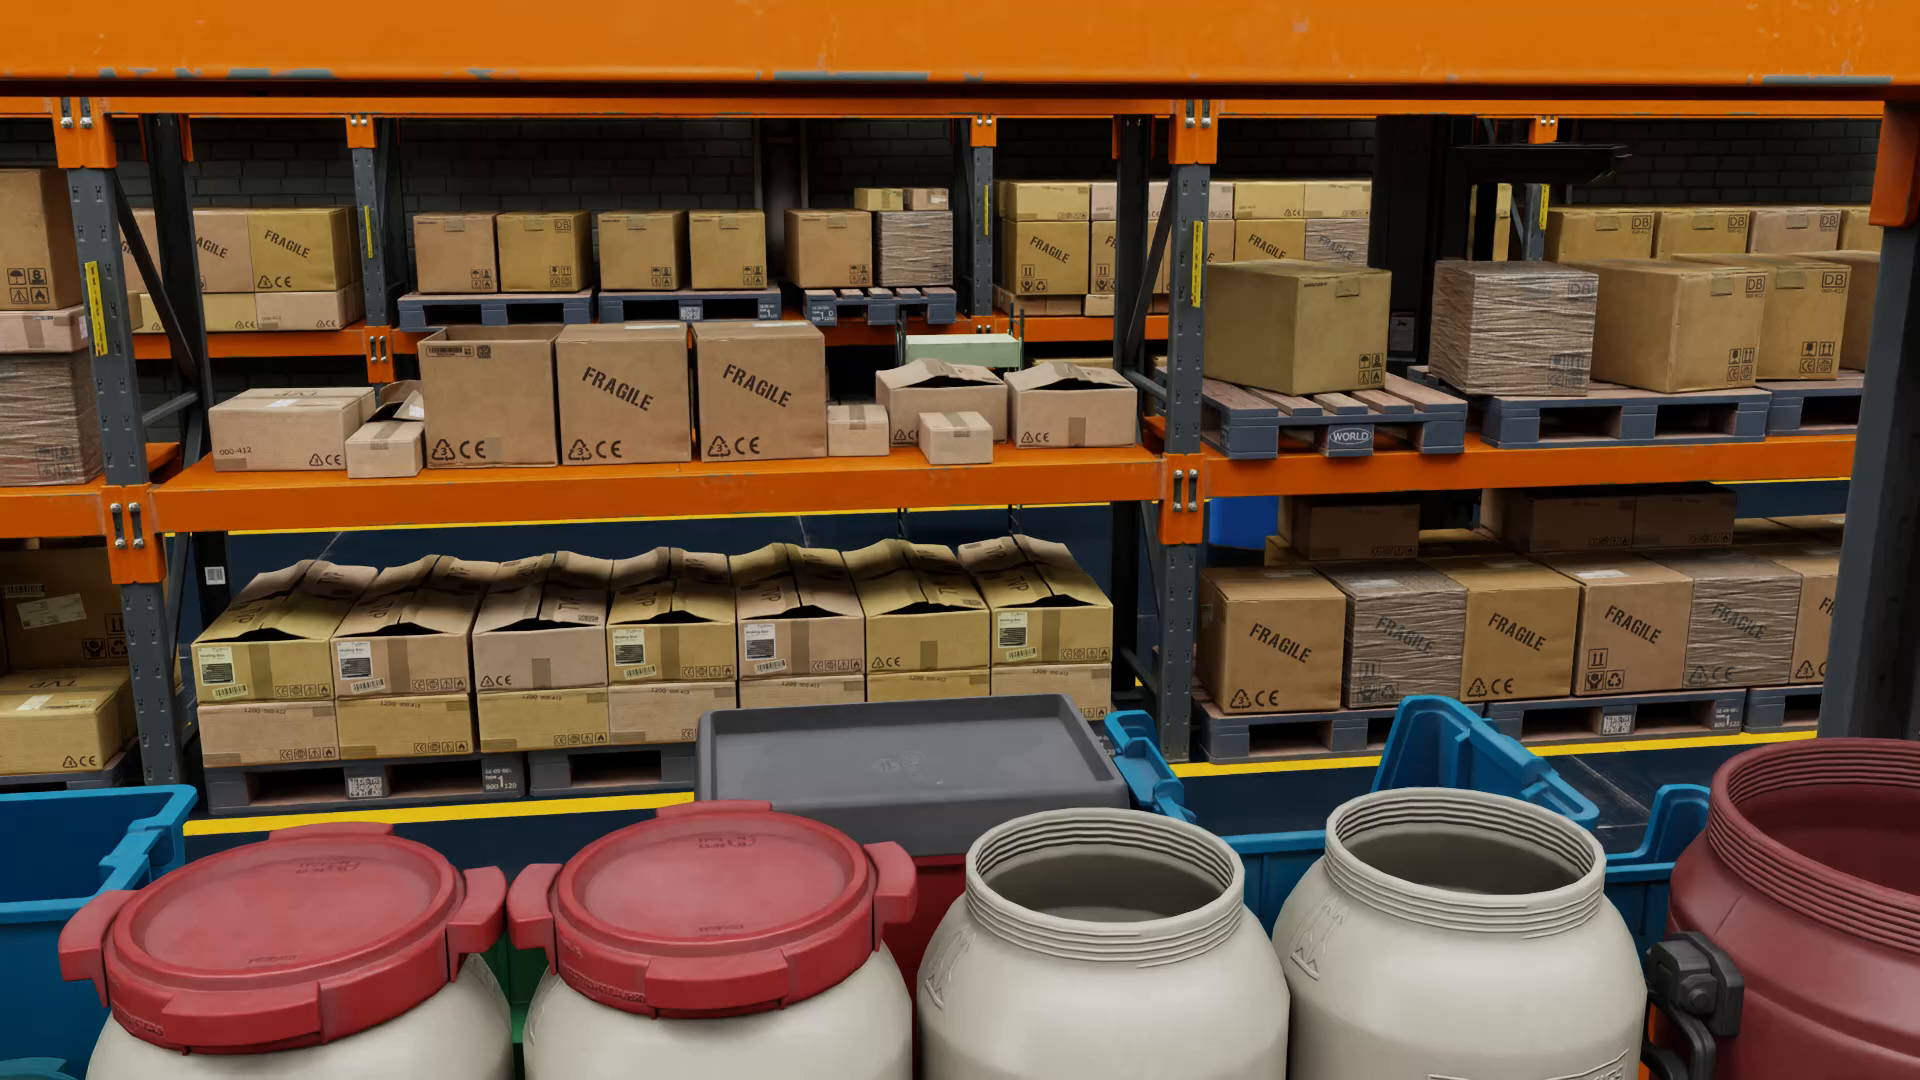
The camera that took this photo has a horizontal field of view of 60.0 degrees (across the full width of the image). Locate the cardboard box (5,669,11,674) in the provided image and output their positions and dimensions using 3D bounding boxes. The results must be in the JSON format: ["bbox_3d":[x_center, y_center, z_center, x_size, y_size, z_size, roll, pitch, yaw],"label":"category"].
[{"bbox_3d":[-4.127,0.601,6.949,0.500,0.250,0.500,-2,14,-8],"label":"cardboard box"}]

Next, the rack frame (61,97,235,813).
[{"bbox_3d":[-3.128,-0.490,6.509,0.127,3.000,1.000,-2,14,-8],"label":"rack frame"}]

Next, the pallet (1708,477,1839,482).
[{"bbox_3d":[6.014,-0.672,12.970,1.213,0.211,1.003,-2,14,-8],"label":"pallet"}]

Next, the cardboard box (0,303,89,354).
[{"bbox_3d":[-3.365,-0.792,6.173,0.250,0.149,0.380,-2,14,-8],"label":"cardboard box"}]

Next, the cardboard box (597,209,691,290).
[{"bbox_3d":[-2.161,-2.003,11.434,0.500,0.500,0.700,0,14,-1],"label":"cardboard box"}]

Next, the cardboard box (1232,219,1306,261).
[{"bbox_3d":[2.128,-2.040,11.832,0.500,0.500,0.500,-2,14,-7],"label":"cardboard box"}]

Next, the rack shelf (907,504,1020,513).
[{"bbox_3d":[-0.007,-0.411,10.618,0.720,0.370,0.431,-2,14,-8],"label":"rack shelf"}]

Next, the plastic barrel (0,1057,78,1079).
[{"bbox_3d":[-1.062,0.758,1.819,0.301,0.262,0.301,0,14,0],"label":"plastic barrel"}]

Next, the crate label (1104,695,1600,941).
[{"bbox_3d":[0.539,0.510,2.447,0.616,0.435,0.502,-2,14,-8],"label":"crate label"}]

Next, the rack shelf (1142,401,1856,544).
[{"bbox_3d":[2.805,-0.358,7.464,4.000,0.370,1.077,-2,14,-8],"label":"rack shelf"}]

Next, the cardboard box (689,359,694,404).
[{"bbox_3d":[-1.699,-1.127,11.742,0.500,0.250,0.500,-2,14,-9],"label":"cardboard box"}]

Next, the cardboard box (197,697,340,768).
[{"bbox_3d":[-2.692,0.685,6.613,0.500,0.250,0.500,-2,14,-10],"label":"cardboard box"}]

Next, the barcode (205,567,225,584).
[{"bbox_3d":[-2.813,0.134,6.281,0.075,0.075,0.001,-2,14,-8],"label":"barcode"}]

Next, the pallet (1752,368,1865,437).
[{"bbox_3d":[3.977,-0.684,7.678,1.213,0.211,1.003,-2,14,-8],"label":"pallet"}]

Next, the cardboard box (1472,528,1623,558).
[{"bbox_3d":[2.747,0.235,7.854,0.500,0.500,0.500,-3,14,-10],"label":"cardboard box"}]

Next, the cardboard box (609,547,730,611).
[{"bbox_3d":[-1.265,0.229,7.278,0.500,0.311,0.500,-2,14,-9],"label":"cardboard box"}]

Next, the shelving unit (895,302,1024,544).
[{"bbox_3d":[-0.007,-0.727,10.538,0.755,1.500,0.431,-2,14,-8],"label":"shelving unit"}]

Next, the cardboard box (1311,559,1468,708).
[{"bbox_3d":[1.837,0.396,7.211,0.500,0.500,0.500,-3,14,-10],"label":"cardboard box"}]

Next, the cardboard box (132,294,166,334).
[{"bbox_3d":[-5.282,-1.490,10.765,0.500,0.250,0.500,-2,14,-9],"label":"cardboard box"}]

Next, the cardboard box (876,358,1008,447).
[{"bbox_3d":[-0.086,-0.606,7.155,0.500,0.311,0.500,-2,14,-9],"label":"cardboard box"}]

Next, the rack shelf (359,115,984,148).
[{"bbox_3d":[-1.892,-2.860,11.272,4.000,0.370,1.077,-2,14,-8],"label":"rack shelf"}]

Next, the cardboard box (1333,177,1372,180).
[{"bbox_3d":[3.031,-2.563,12.375,0.500,0.250,0.500,-2,14,-8],"label":"cardboard box"}]

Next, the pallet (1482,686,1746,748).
[{"bbox_3d":[2.775,0.656,7.671,1.213,0.211,1.003,-2,14,-8],"label":"pallet"}]

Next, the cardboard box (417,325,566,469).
[{"bbox_3d":[-1.845,-0.581,6.669,0.500,0.500,0.500,-1,14,-4],"label":"cardboard box"}]

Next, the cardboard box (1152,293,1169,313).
[{"bbox_3d":[1.458,-1.717,11.877,0.250,0.149,0.380,-2,14,-7],"label":"cardboard box"}]

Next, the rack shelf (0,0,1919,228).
[{"bbox_3d":[-0.416,-0.477,1.769,4.000,0.370,1.077,-2,14,-8],"label":"rack shelf"}]

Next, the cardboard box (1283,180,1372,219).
[{"bbox_3d":[2.606,-2.424,11.823,0.500,0.250,0.500,-2,14,-7],"label":"cardboard box"}]

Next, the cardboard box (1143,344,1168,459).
[{"bbox_3d":[1.700,-1.013,12.149,0.750,0.750,0.750,-2,14,-9],"label":"cardboard box"}]

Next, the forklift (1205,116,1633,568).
[{"bbox_3d":[2.952,-1.057,8.910,3.031,2.935,1.130,7,15,24],"label":"forklift"}]

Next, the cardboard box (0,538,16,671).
[{"bbox_3d":[-4.126,0.238,6.855,0.500,0.500,0.500,-2,14,-8],"label":"cardboard box"}]

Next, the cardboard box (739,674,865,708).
[{"bbox_3d":[-0.663,0.610,6.913,0.500,0.250,0.500,-2,14,-7],"label":"cardboard box"}]

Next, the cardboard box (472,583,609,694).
[{"bbox_3d":[-1.675,0.377,6.689,0.500,0.311,0.500,-3,14,-10],"label":"cardboard box"}]

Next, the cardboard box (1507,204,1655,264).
[{"bbox_3d":[4.580,-2.133,12.442,0.700,0.700,0.980,-2,14,-7],"label":"cardboard box"}]

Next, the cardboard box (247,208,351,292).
[{"bbox_3d":[-4.291,-1.891,10.820,0.500,0.500,0.500,-2,14,-8],"label":"cardboard box"}]

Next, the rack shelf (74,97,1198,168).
[{"bbox_3d":[-1.150,-1.668,6.521,4.000,0.370,1.077,-2,14,-8],"label":"rack shelf"}]

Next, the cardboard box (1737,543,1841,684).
[{"bbox_3d":[3.848,0.322,7.506,0.500,0.500,0.500,-2,14,-8],"label":"cardboard box"}]

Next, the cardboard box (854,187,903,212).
[{"bbox_3d":[-0.567,-2.368,11.554,0.250,0.149,0.380,-5,15,-18],"label":"cardboard box"}]

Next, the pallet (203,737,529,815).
[{"bbox_3d":[-2.405,0.826,6.992,1.213,0.211,1.003,-2,14,-8],"label":"pallet"}]

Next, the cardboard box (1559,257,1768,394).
[{"bbox_3d":[3.045,-0.953,7.288,0.500,0.500,0.700,-6,15,-23],"label":"cardboard box"}]

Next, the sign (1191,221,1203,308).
[{"bbox_3d":[0.914,-1.063,6.415,0.005,0.325,0.100,-2,14,-8],"label":"sign"}]

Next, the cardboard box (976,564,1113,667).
[{"bbox_3d":[0.346,0.301,6.991,0.500,0.311,0.500,-2,14,-7],"label":"cardboard box"}]

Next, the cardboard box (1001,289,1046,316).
[{"bbox_3d":[0.446,-1.670,11.692,0.250,0.149,0.380,-2,14,-9],"label":"cardboard box"}]

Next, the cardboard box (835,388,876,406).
[{"bbox_3d":[-0.618,-0.789,11.935,0.500,0.500,0.700,-2,14,-8],"label":"cardboard box"}]

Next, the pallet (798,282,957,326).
[{"bbox_3d":[-0.603,-1.682,11.656,1.003,0.211,1.213,-2,14,-8],"label":"pallet"}]

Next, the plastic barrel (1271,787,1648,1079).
[{"bbox_3d":[0.576,0.591,1.969,0.421,0.512,0.421,0,14,0],"label":"plastic barrel"}]

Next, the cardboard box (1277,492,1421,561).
[{"bbox_3d":[1.773,-0.093,7.619,0.500,0.250,0.500,-2,14,-6],"label":"cardboard box"}]

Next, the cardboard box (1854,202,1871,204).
[{"bbox_3d":[7.494,-2.241,12.874,0.700,0.700,0.980,-1,14,-6],"label":"cardboard box"}]

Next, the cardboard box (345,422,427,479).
[{"bbox_3d":[-2.221,-0.351,6.472,0.250,0.149,0.380,-2,14,-8],"label":"cardboard box"}]
